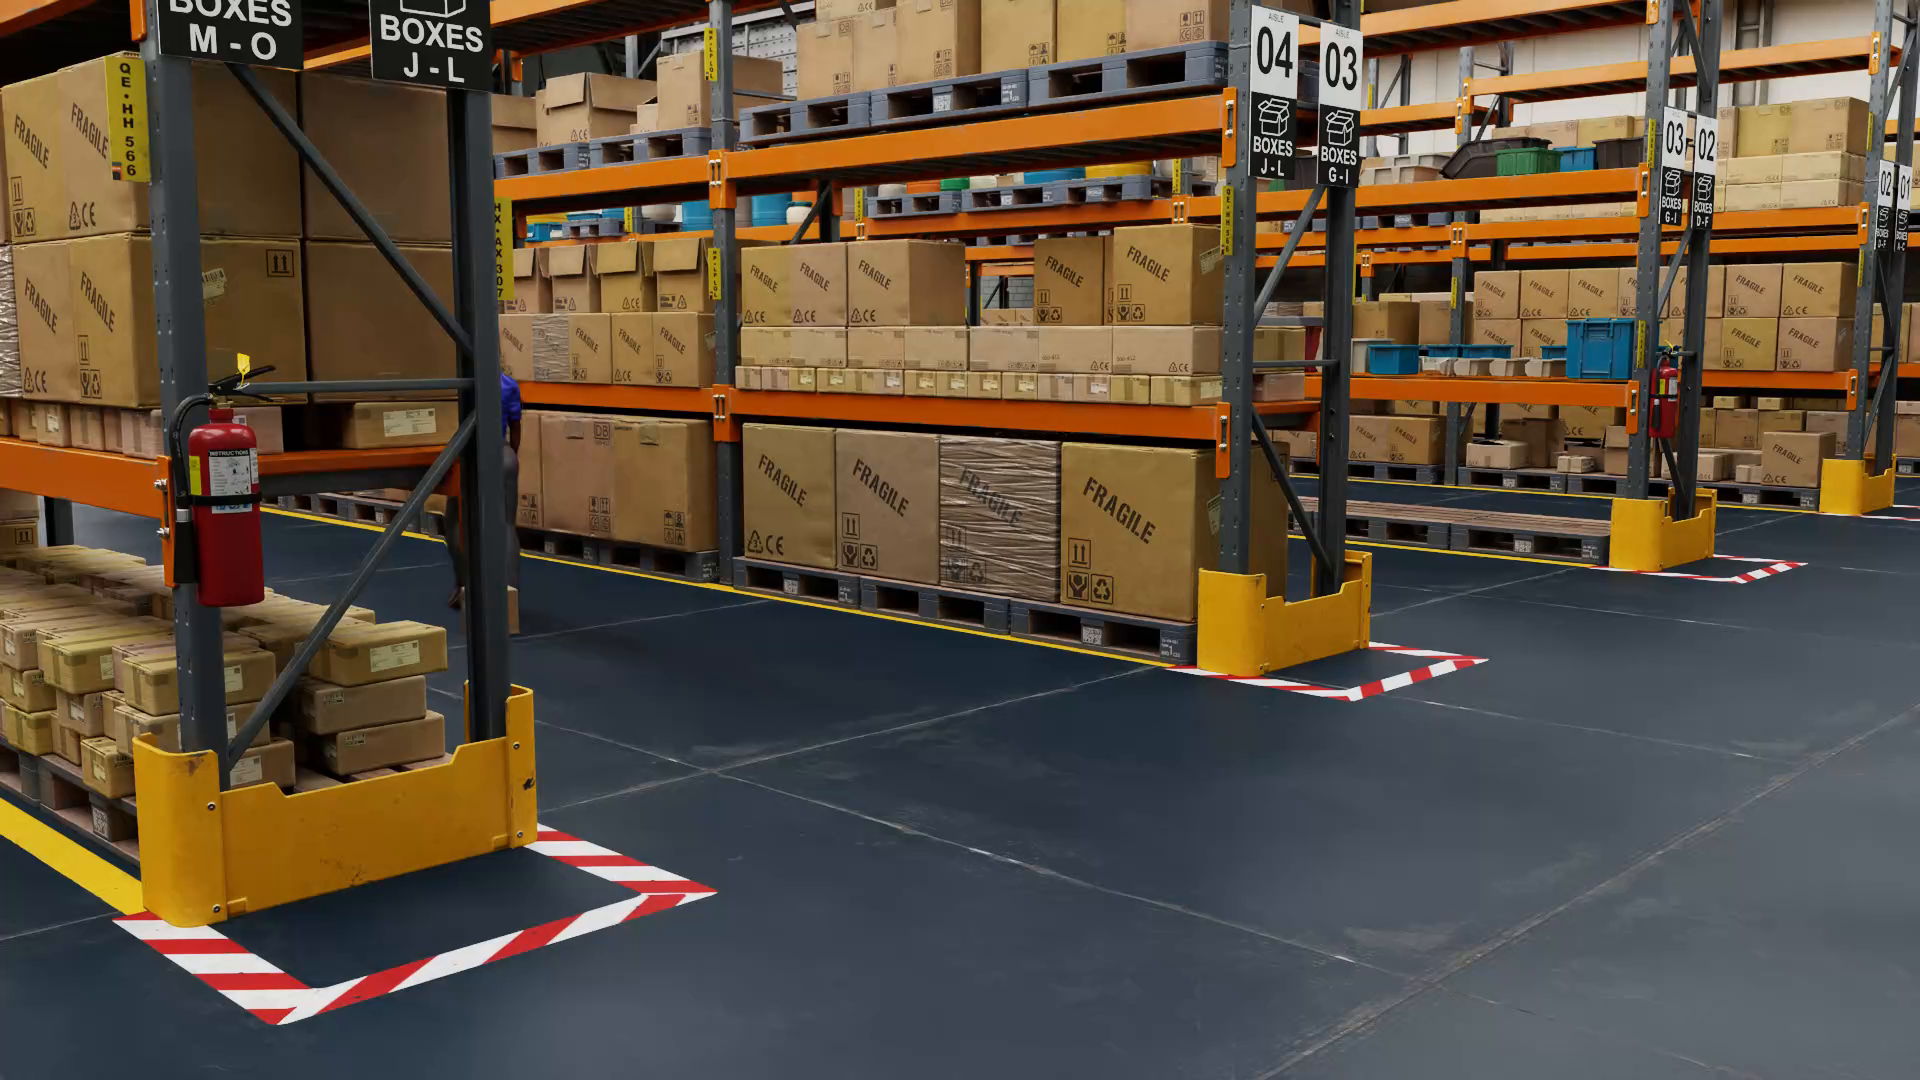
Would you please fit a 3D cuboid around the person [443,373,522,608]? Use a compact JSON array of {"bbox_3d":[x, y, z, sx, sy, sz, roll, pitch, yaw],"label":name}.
[{"bbox_3d":[-2.864,-0.389,10.004,0.496,1.718,0.565,-6,9,-39],"label":"person"}]
